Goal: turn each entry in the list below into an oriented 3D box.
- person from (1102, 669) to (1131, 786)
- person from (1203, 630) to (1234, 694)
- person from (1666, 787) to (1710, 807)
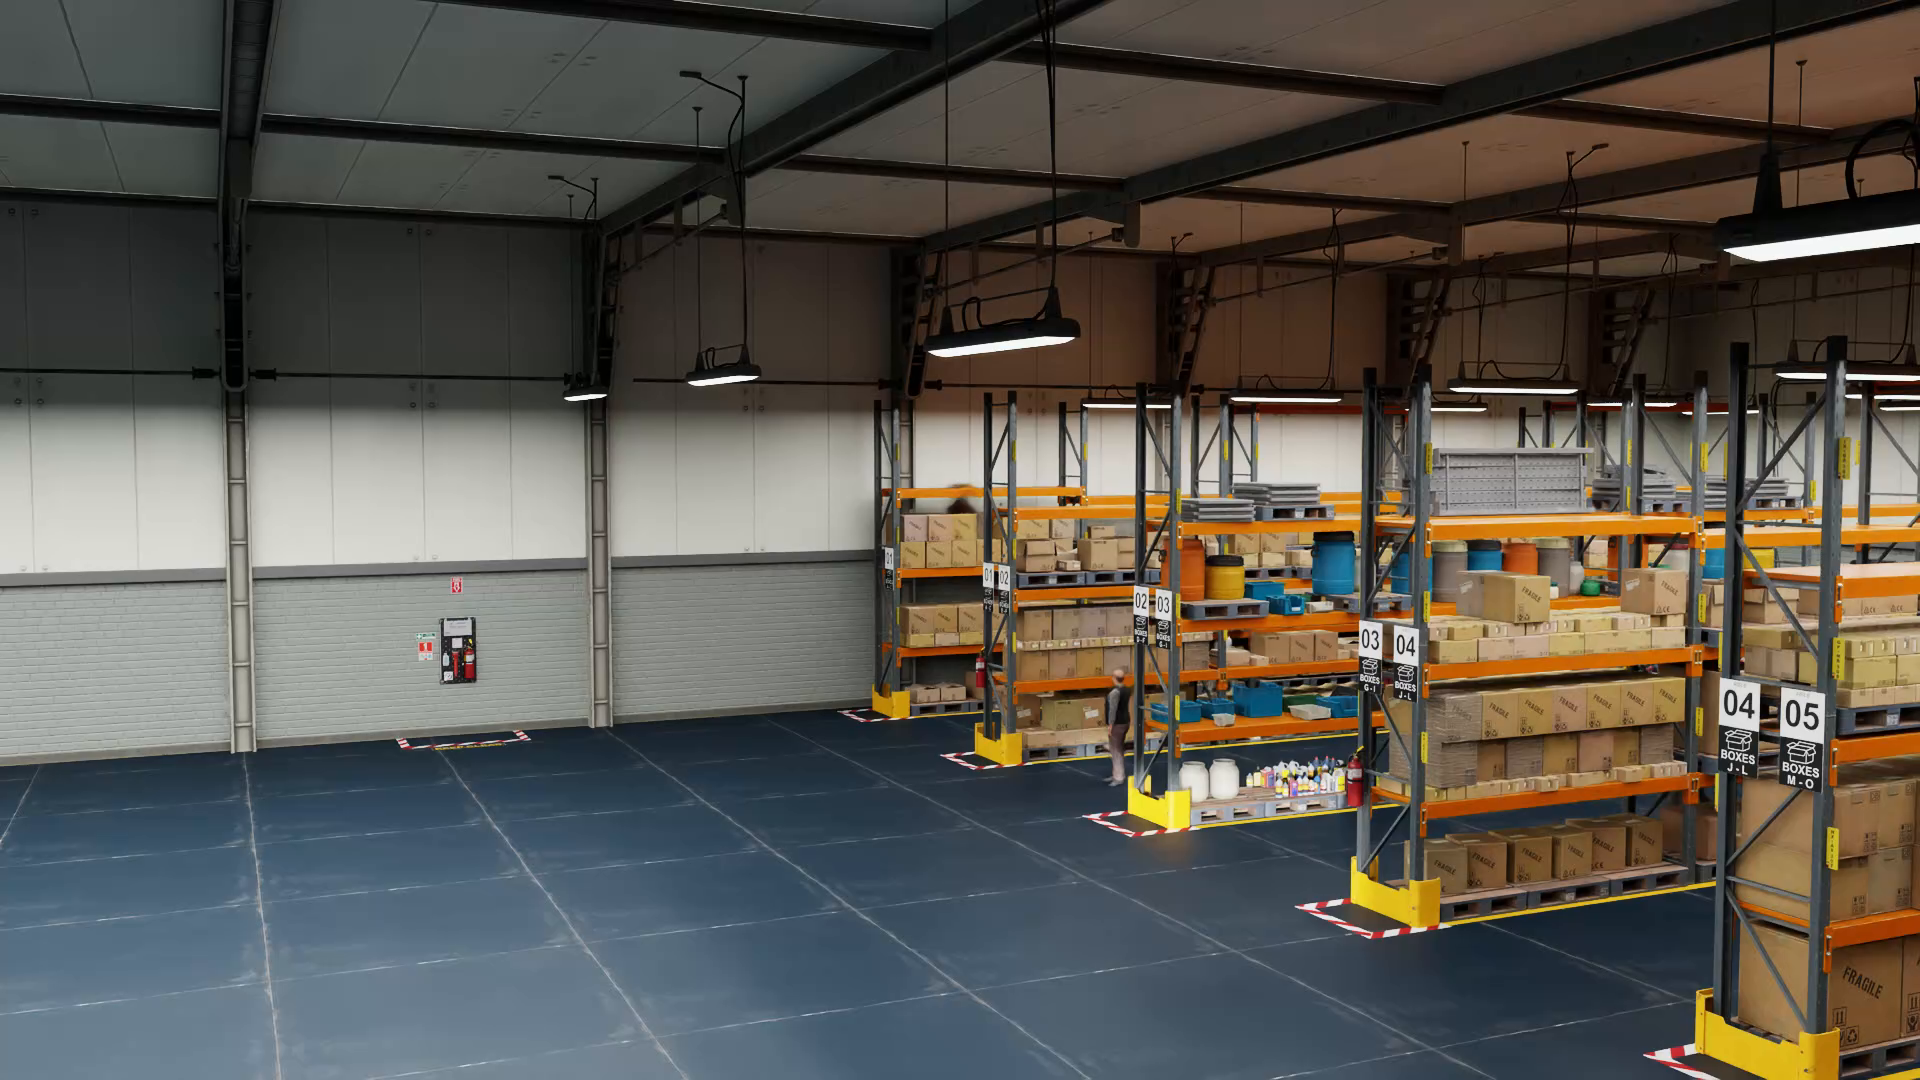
[{"bbox_3d":[2.367,2.851,25.297,0.429,1.779,0.574,1,4,22],"label":"person"},{"bbox_3d":[4.902,2.419,31.808,1.079,1.709,0.572,-1,3,-13],"label":"person"},{"bbox_3d":[9.744,3.054,22.276,0.963,1.601,0.391,-2,4,-30],"label":"person"}]
